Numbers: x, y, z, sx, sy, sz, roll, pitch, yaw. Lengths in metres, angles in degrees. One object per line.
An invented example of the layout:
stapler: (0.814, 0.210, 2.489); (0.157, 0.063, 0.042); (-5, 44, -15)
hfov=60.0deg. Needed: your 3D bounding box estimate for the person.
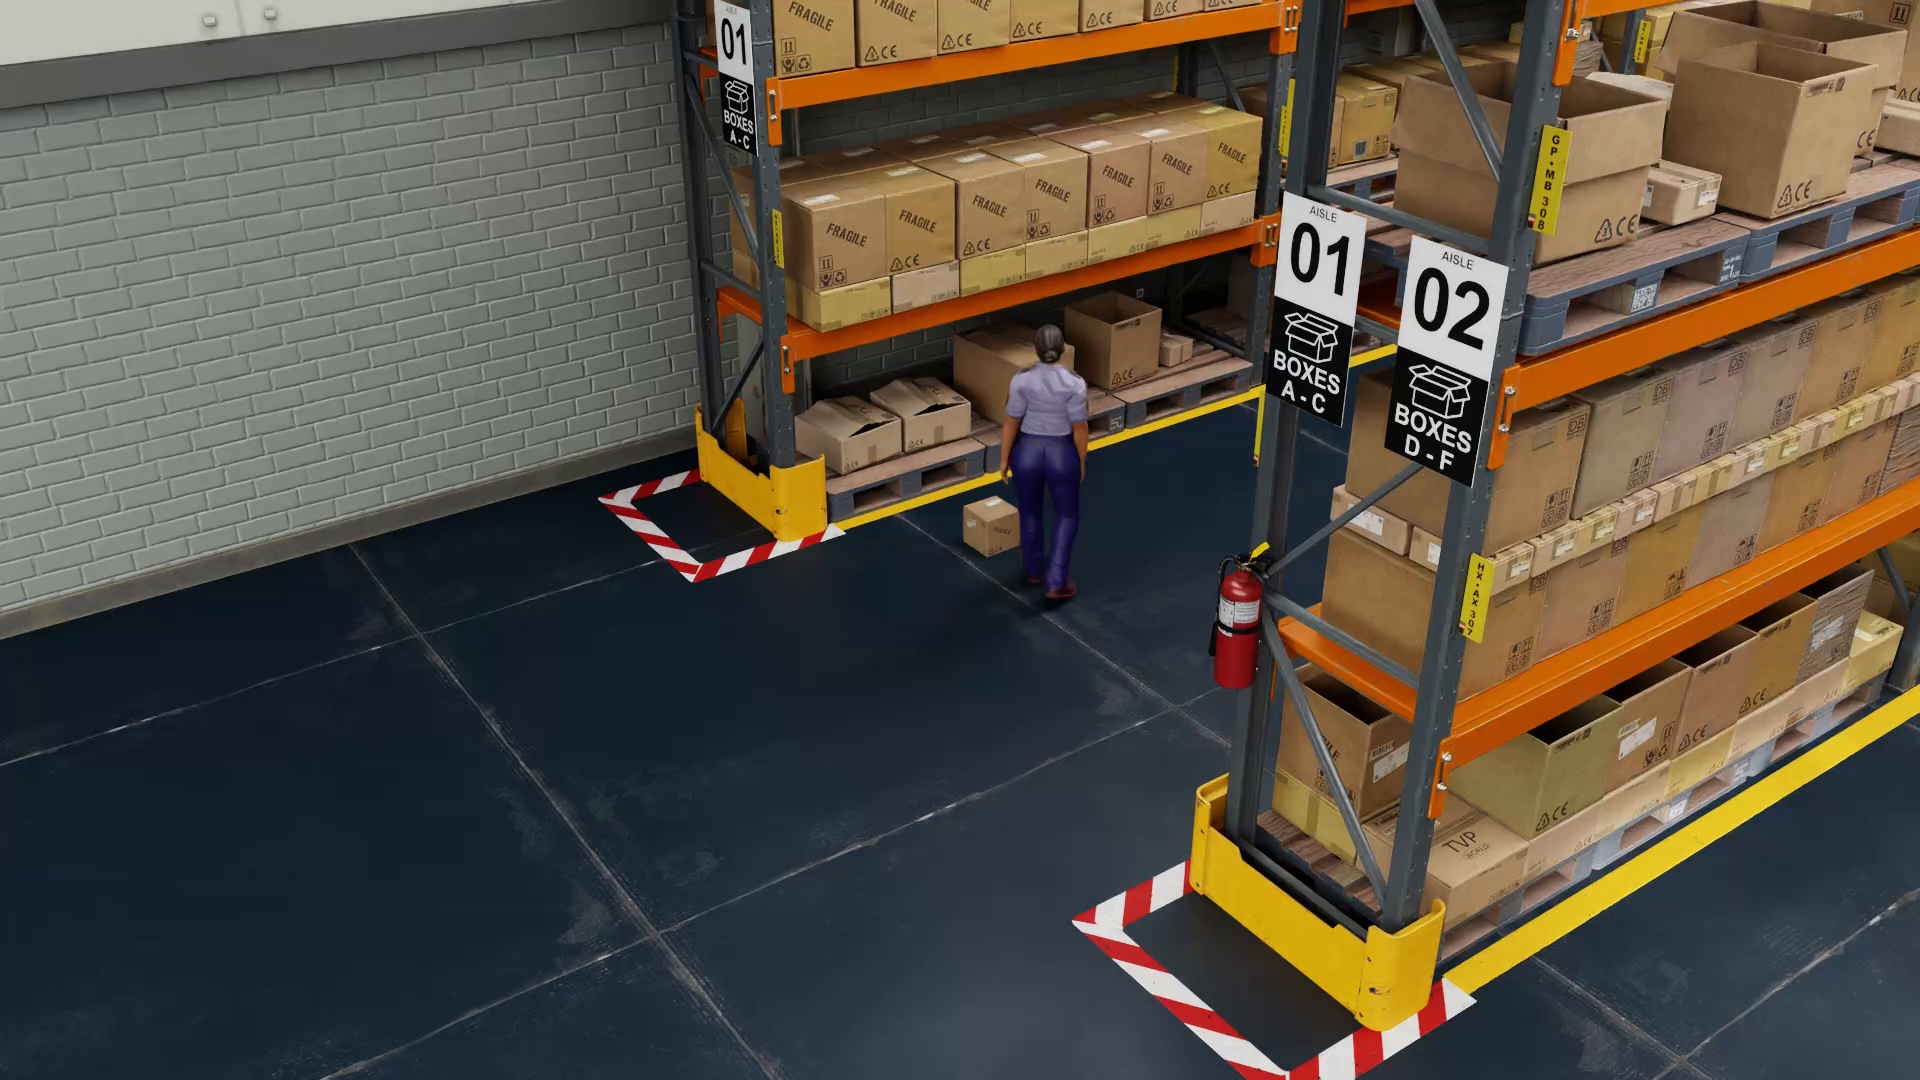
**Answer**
person: (0.477, -0.458, 9.456); (0.494, 1.642, 0.577); (3, 29, 5)
